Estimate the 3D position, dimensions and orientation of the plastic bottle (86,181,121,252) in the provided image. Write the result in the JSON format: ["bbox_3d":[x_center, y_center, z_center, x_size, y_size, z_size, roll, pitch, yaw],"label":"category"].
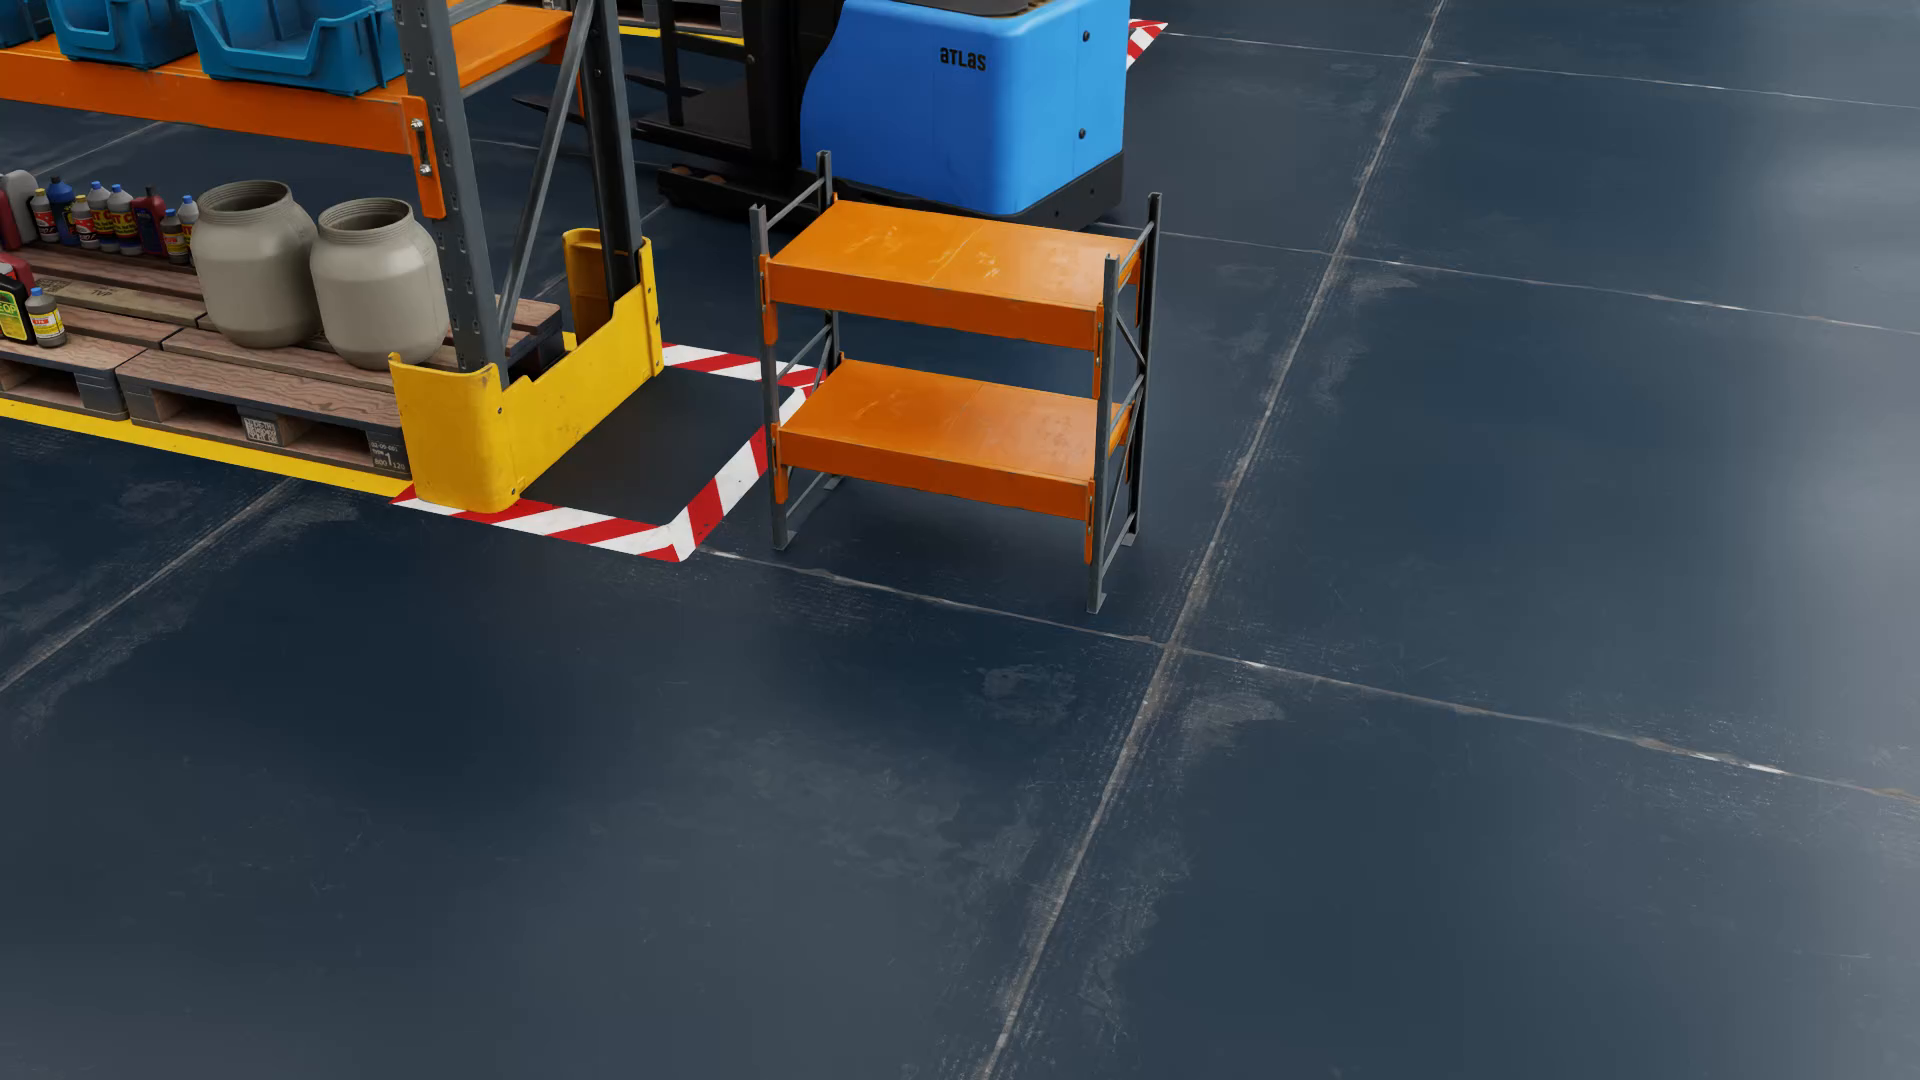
[{"bbox_3d":[-3.386,-1.285,6.585,0.097,0.271,0.097,0,33,0],"label":"plastic bottle"}]

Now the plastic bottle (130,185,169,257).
[{"bbox_3d":[-3.176,-1.260,6.535,0.133,0.283,0.061,12,35,17],"label":"plastic bottle"}]

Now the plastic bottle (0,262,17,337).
[{"bbox_3d":[-3.472,-0.888,5.965,0.135,0.276,0.152,11,35,17],"label":"plastic bottle"}]

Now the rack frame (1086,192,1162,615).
[{"bbox_3d":[0.472,-0.381,4.803,0.032,1.125,0.500,11,34,16],"label":"rack frame"}]

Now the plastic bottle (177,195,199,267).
[{"bbox_3d":[-2.969,-1.204,6.459,0.097,0.271,0.097,0,33,0],"label":"plastic bottle"}]

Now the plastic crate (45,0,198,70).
[{"bbox_3d":[-2.549,-1.673,5.213,0.408,0.251,0.499,11,34,16],"label":"plastic crate"}]

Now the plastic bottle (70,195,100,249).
[{"bbox_3d":[-3.479,-1.274,6.632,0.097,0.201,0.097,0,33,0],"label":"plastic bottle"}]

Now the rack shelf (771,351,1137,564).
[{"bbox_3d":[-0.006,-0.268,5.079,1.000,0.278,0.538,11,34,16],"label":"rack shelf"}]

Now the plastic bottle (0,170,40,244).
[{"bbox_3d":[-3.793,-1.351,6.682,0.135,0.276,0.152,12,35,17],"label":"plastic bottle"}]

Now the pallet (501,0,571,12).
[{"bbox_3d":[-2.818,-3.659,10.723,1.213,0.211,1.003,11,34,16],"label":"pallet"}]

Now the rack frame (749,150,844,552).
[{"bbox_3d":[-0.485,-0.567,5.091,0.032,1.125,0.500,11,34,16],"label":"rack frame"}]

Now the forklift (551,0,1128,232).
[{"bbox_3d":[-0.726,-2.974,7.154,3.031,2.935,1.130,25,41,34],"label":"forklift"}]

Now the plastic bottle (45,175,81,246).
[{"bbox_3d":[-3.577,-1.322,6.642,0.097,0.271,0.097,0,33,0],"label":"plastic bottle"}]

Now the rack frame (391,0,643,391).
[{"bbox_3d":[-1.367,-1.675,5.078,0.127,3.000,1.000,11,34,16],"label":"rack frame"}]

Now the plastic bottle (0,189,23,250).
[{"bbox_3d":[-3.828,-1.299,6.596,0.133,0.283,0.061,11,34,16],"label":"plastic bottle"}]

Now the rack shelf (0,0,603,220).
[{"bbox_3d":[-3.250,-1.738,5.840,4.000,0.370,1.077,11,34,16],"label":"rack shelf"}]

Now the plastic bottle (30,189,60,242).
[{"bbox_3d":[-3.673,-1.312,6.690,0.097,0.201,0.097,0,33,0],"label":"plastic bottle"}]

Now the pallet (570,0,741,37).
[{"bbox_3d":[-1.665,-3.437,10.379,1.213,0.211,1.003,11,34,16],"label":"pallet"}]

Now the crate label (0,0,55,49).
[{"bbox_3d":[-3.191,-1.888,5.377,0.616,0.435,0.502,11,34,16],"label":"crate label"}]

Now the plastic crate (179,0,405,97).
[{"bbox_3d":[-1.939,-1.551,5.024,0.616,0.251,0.499,11,34,16],"label":"plastic crate"}]

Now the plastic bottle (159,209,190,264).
[{"bbox_3d":[-3.066,-1.194,6.508,0.097,0.201,0.097,0,33,0],"label":"plastic bottle"}]

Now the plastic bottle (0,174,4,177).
[{"bbox_3d":[-3.945,-1.414,6.711,0.185,0.351,0.144,11,34,16],"label":"plastic bottle"}]

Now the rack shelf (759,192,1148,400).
[{"bbox_3d":[-0.006,-0.720,4.788,1.000,0.278,0.538,11,34,16],"label":"rack shelf"}]

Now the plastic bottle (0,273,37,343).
[{"bbox_3d":[-3.360,-0.843,5.888,0.133,0.283,0.061,12,35,18],"label":"plastic bottle"}]

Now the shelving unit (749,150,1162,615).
[{"bbox_3d":[-0.006,-0.474,4.947,1.048,1.125,0.538,11,34,16],"label":"shelving unit"}]

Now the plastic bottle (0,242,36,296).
[{"bbox_3d":[-3.437,-0.945,6.047,0.133,0.283,0.061,11,34,16],"label":"plastic bottle"}]

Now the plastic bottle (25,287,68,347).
[{"bbox_3d":[-3.244,-0.796,5.892,0.097,0.201,0.097,0,33,0],"label":"plastic bottle"}]

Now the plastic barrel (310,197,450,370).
[{"bbox_3d":[-2.013,-0.887,5.765,0.421,0.512,0.421,0,33,0],"label":"plastic barrel"}]

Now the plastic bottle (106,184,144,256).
[{"bbox_3d":[-3.292,-1.267,6.557,0.097,0.271,0.097,0,33,0],"label":"plastic bottle"}]

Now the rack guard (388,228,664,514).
[{"bbox_3d":[-1.455,-0.614,5.741,0.348,0.500,1.175,11,34,16],"label":"rack guard"}]

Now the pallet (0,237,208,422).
[{"bbox_3d":[-3.362,-0.869,6.401,1.213,0.211,1.003,11,34,16],"label":"pallet"}]

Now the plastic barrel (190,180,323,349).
[{"bbox_3d":[-2.484,-0.979,5.908,0.421,0.512,0.421,0,33,0],"label":"plastic barrel"}]

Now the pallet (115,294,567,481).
[{"bbox_3d":[-2.218,-0.645,6.054,1.213,0.211,1.003,11,34,16],"label":"pallet"}]
